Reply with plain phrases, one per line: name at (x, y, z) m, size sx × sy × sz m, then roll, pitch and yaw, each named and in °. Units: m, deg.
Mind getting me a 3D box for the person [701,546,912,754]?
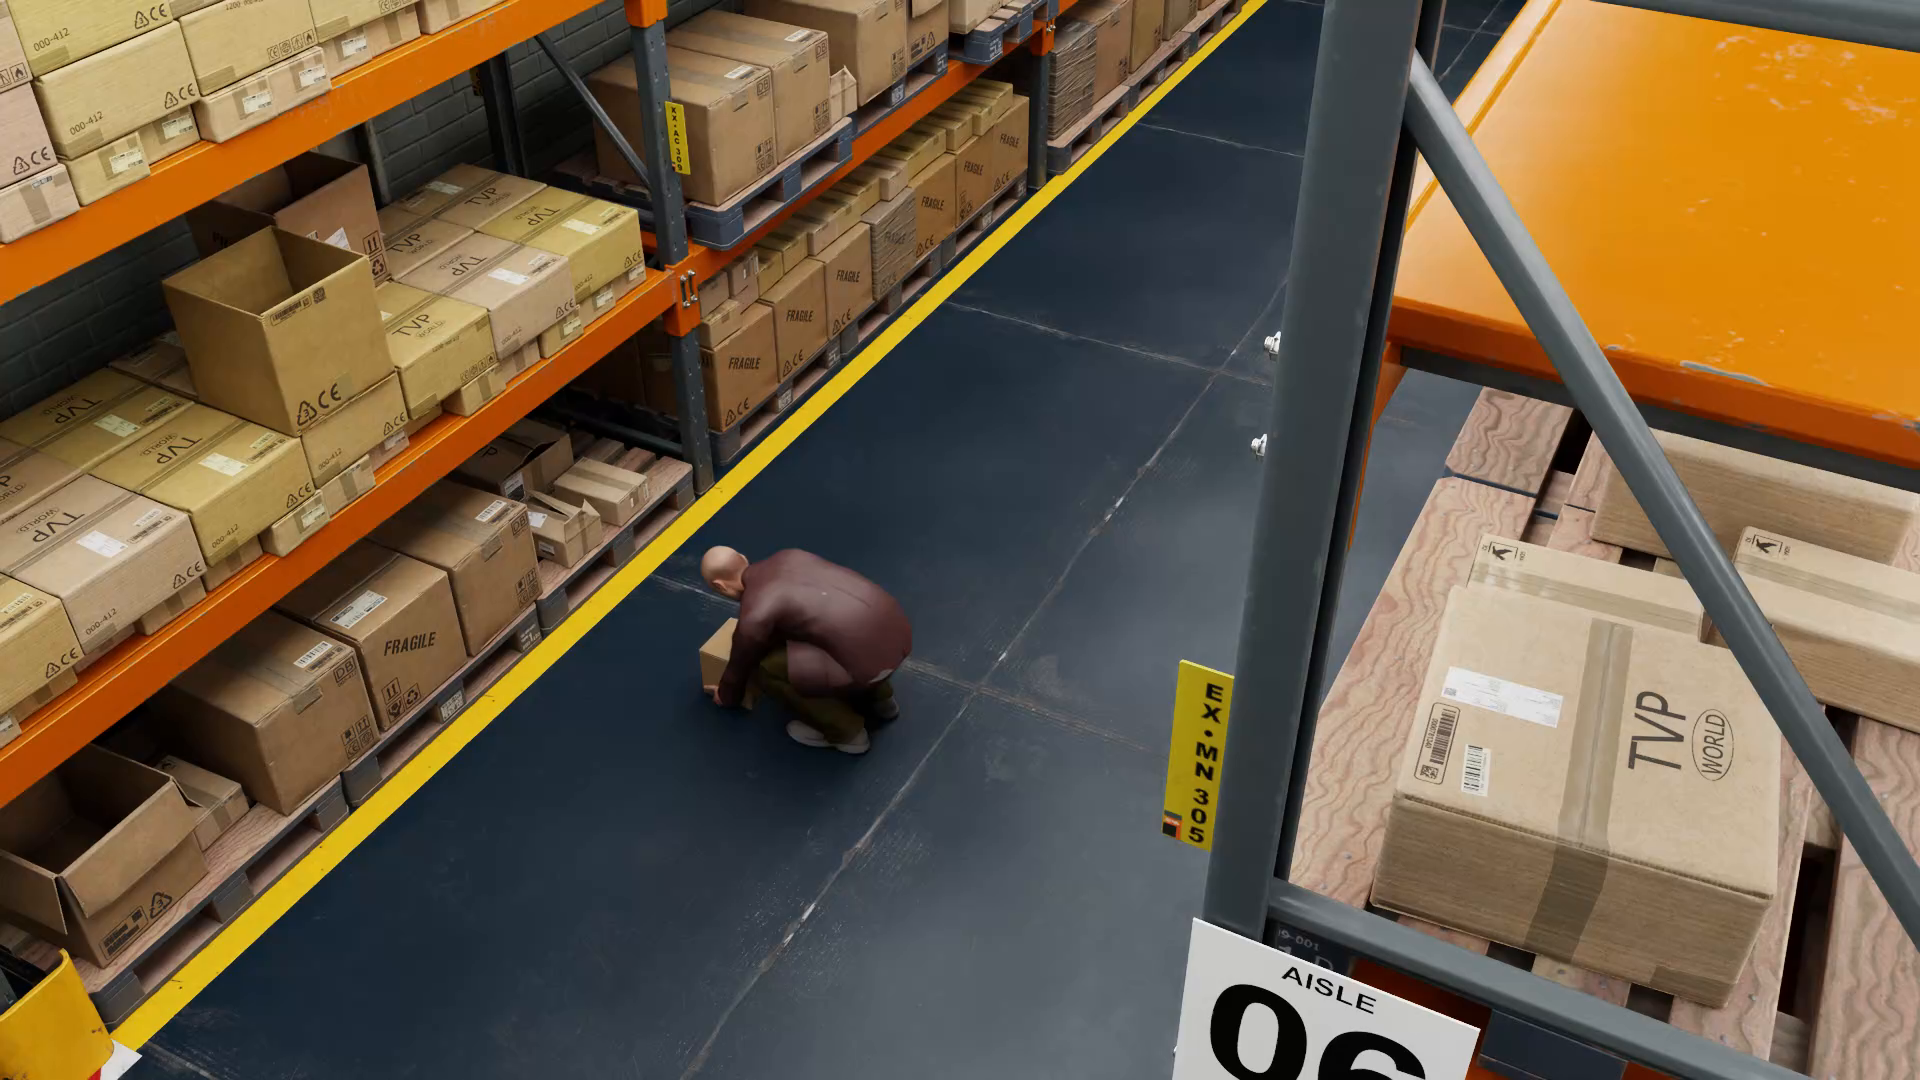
person at (-0.647, 0.445, 7.033) m, size 0.941 × 0.816 × 0.577 m, roll 17°, pitch 40°, yaw 21°
